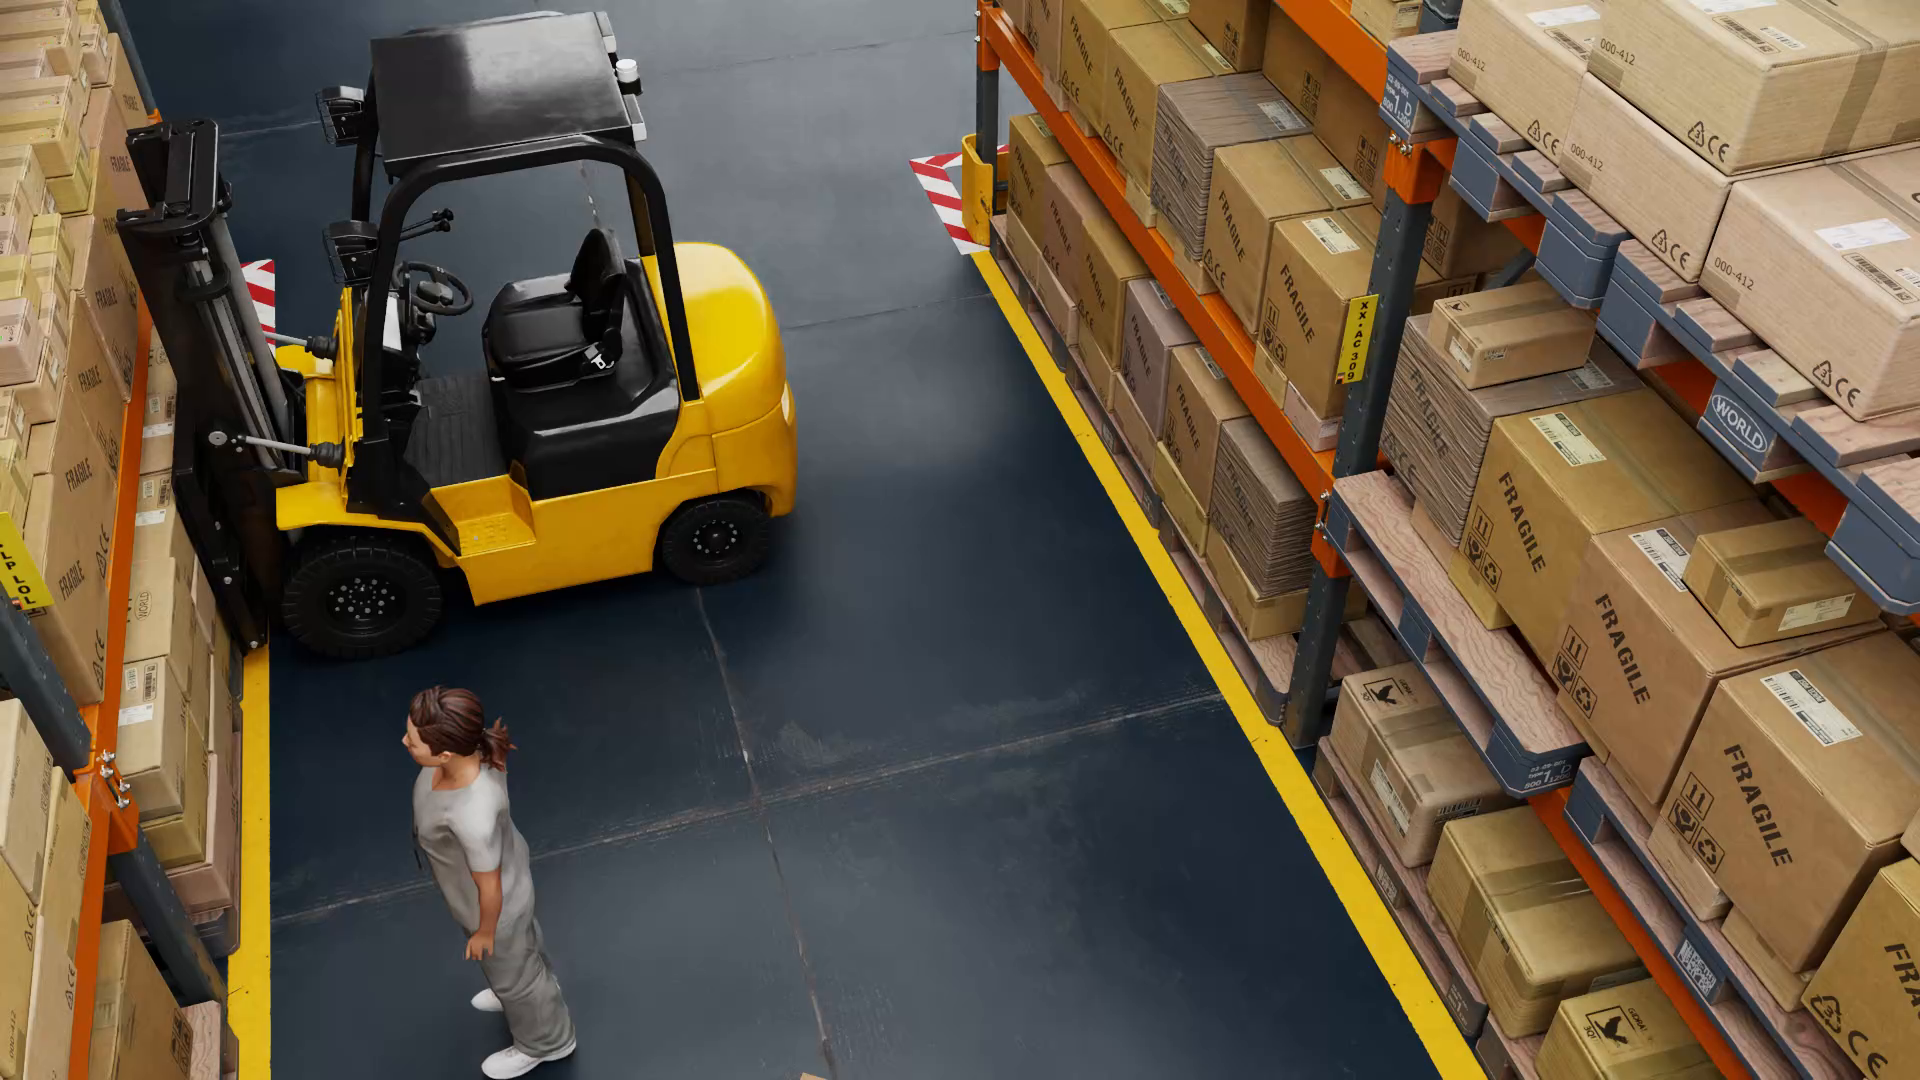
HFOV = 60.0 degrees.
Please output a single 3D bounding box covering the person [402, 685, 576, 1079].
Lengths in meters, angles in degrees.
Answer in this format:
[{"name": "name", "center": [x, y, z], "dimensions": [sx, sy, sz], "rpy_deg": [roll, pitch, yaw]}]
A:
[{"name": "person", "center": [-1.428, 1.051, 5.023], "dimensions": [0.388, 1.698, 0.443], "rpy_deg": [-11, 44, -12]}]
